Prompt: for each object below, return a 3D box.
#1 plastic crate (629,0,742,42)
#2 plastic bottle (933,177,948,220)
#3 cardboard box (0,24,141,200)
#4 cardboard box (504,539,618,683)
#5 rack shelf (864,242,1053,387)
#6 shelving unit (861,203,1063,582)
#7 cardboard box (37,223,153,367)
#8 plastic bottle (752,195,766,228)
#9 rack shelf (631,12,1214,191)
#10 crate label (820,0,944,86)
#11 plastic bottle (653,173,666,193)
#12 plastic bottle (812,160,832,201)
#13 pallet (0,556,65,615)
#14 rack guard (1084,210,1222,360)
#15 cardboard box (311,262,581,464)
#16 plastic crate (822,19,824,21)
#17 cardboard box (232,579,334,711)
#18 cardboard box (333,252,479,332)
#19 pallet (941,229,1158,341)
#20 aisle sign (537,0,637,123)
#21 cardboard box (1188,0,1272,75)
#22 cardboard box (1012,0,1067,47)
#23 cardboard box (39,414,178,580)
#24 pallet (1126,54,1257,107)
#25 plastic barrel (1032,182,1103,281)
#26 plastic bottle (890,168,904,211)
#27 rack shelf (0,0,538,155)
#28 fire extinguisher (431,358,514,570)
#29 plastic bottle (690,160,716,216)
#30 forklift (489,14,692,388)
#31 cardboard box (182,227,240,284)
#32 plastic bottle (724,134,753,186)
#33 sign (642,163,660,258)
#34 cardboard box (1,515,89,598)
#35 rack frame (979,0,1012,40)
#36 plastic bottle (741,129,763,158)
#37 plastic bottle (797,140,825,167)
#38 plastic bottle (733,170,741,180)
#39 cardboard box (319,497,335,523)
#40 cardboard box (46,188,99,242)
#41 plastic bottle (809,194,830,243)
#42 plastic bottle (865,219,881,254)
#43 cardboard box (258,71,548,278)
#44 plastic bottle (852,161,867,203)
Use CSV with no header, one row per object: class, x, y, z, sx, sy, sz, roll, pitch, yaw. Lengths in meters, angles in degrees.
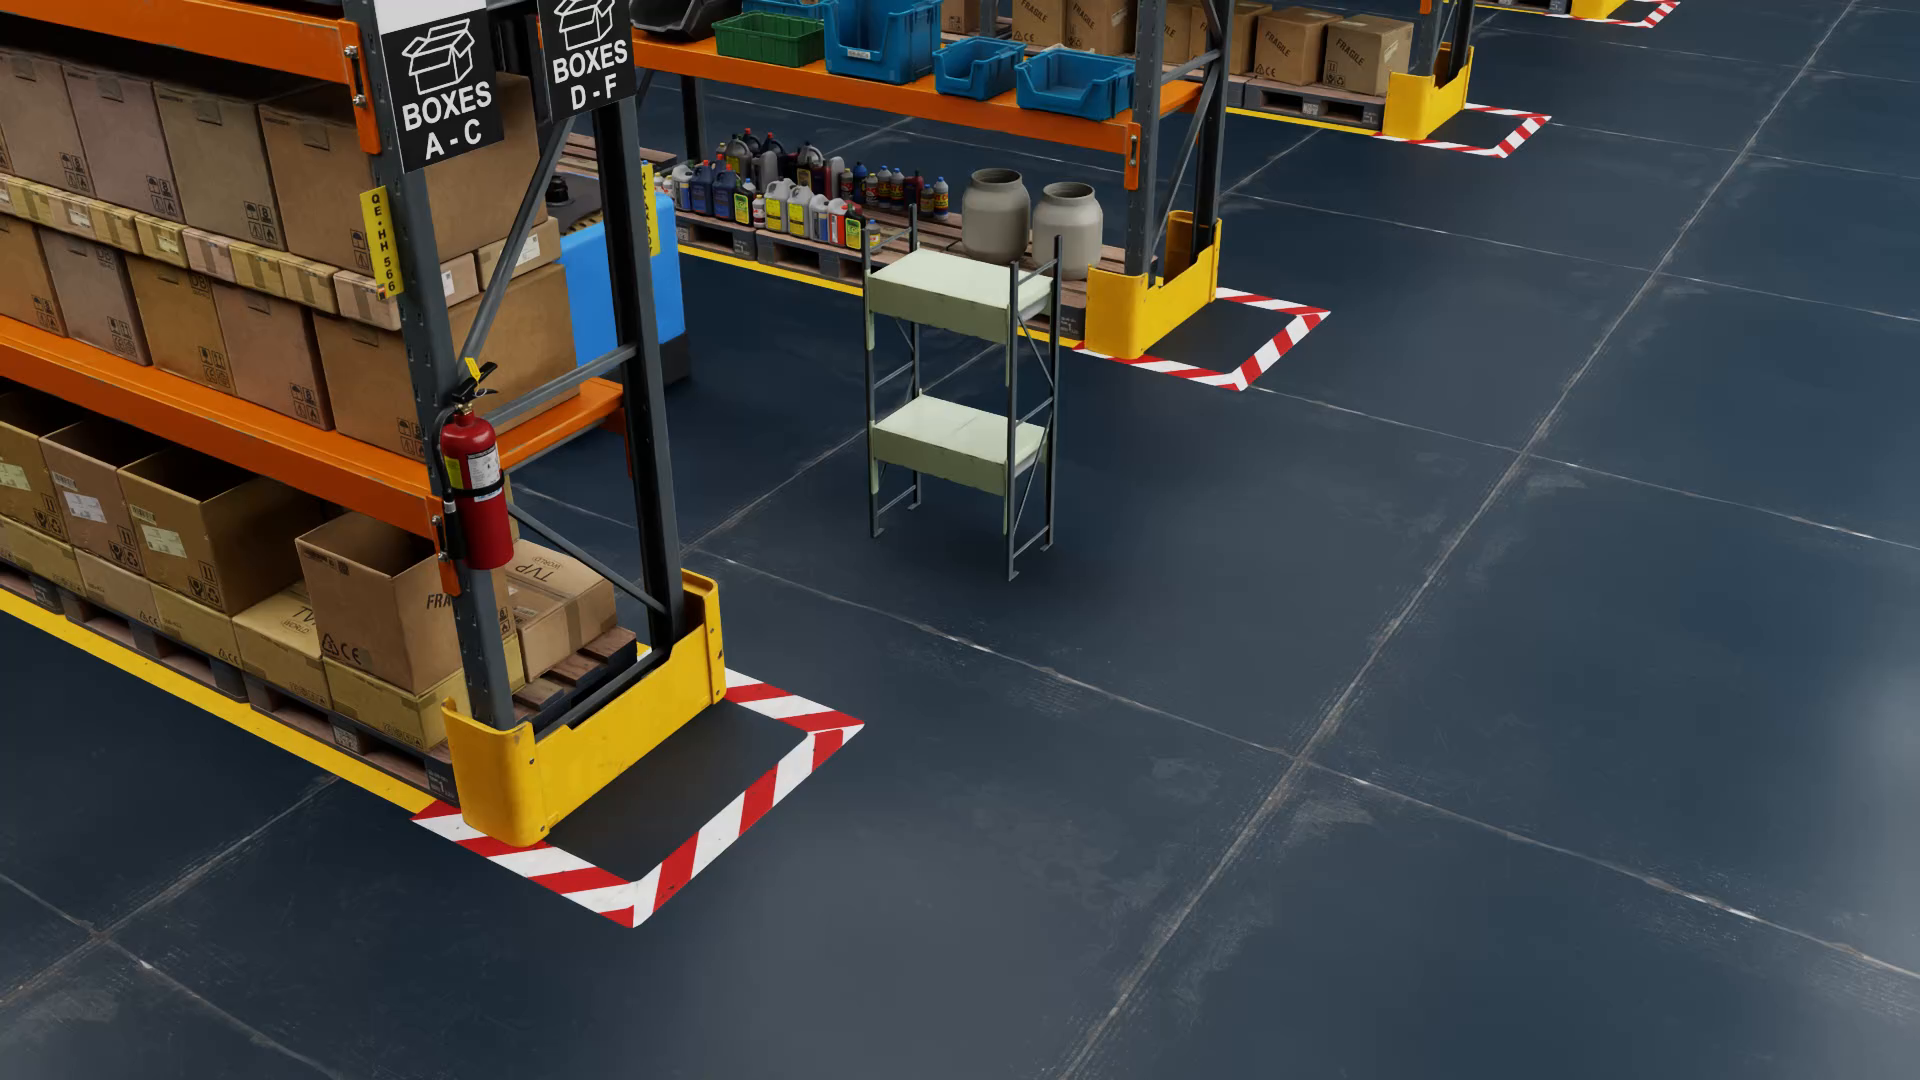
plastic crate,-1.768,-3.459,10.765,0.504,0.338,0.767,18,35,27
plastic bottle,-0.126,-2.239,10.883,0.097,0.271,0.097,0,30,0
cardboard box,-3.126,-1.652,6.218,0.500,0.500,0.700,18,35,27
cardboard box,-1.728,0.272,6.620,0.500,0.250,0.500,18,35,27
rack shelf,0.006,-0.983,7.172,0.720,0.370,0.431,18,35,27
shelving unit,0.006,-0.646,7.369,0.755,1.500,0.431,18,35,27
cardboard box,-3.094,-1.083,6.531,0.500,0.500,0.700,19,35,29
plastic bottle,-1.294,-2.132,10.769,0.097,0.201,0.097,0,30,0
rack shelf,-0.450,-2.834,10.345,4.000,0.370,1.077,18,35,27
crate label,-0.459,-3.002,9.884,0.616,0.435,0.502,18,35,27
plastic bottle,-2.021,-2.362,11.163,0.097,0.201,0.097,0,30,0
plastic bottle,-0.930,-2.419,11.179,0.133,0.283,0.061,18,35,27
pallet,-4.129,-0.132,7.767,1.213,0.211,1.003,18,35,27
rack guard,1.155,-1.530,9.876,0.348,0.500,1.175,18,35,27
cardboard box,-1.781,-0.670,5.822,0.500,0.500,0.700,18,35,27
plastic crate,-0.634,-3.240,10.588,0.437,0.136,0.530,18,35,27
cardboard box,-2.434,0.364,6.461,0.500,0.250,0.500,18,35,27
cardboard box,-1.817,-0.840,5.471,0.250,0.149,0.380,17,34,27
pallet,0.470,-1.625,10.326,1.213,0.211,1.003,18,35,27
aisle sign,-1.174,-1.732,5.162,0.004,0.787,0.394,18,35,27
cardboard box,2.313,-4.320,14.243,0.500,0.500,0.500,21,36,32
cardboard box,0.807,-4.772,15.017,0.500,0.500,0.500,16,34,26
cardboard box,-3.282,-0.226,6.729,0.500,0.500,0.500,18,35,27
pallet,2.114,-4.099,14.566,1.213,0.211,1.003,18,35,27
plastic barrel,0.646,-1.860,10.013,0.421,0.512,0.421,0,30,0
plastic bottle,-0.416,-2.331,11.040,0.097,0.271,0.097,0,30,0
rack shelf,-3.086,-2.017,5.967,4.000,0.370,1.077,18,35,27
fire extinguisher,-1.539,-0.233,5.249,0.183,0.674,0.296,18,35,27
plastic bottle,-1.681,-2.333,10.965,0.185,0.351,0.144,19,35,29
forklift,-3.008,-2.343,8.858,3.031,2.935,1.130,18,35,27
cardboard box,-2.468,-1.047,5.825,0.250,0.149,0.380,18,35,28
plastic bottle,-1.522,-2.615,11.449,0.185,0.351,0.144,18,35,27
sign,-1.092,-1.139,5.789,0.005,0.325,0.100,18,35,27
cardboard box,-3.707,-0.035,7.146,0.500,0.250,0.500,18,35,27
rack frame,0.489,-5.795,14.706,0.127,3.000,1.000,18,35,27
plastic bottle,-1.445,-2.677,11.554,0.185,0.351,0.144,17,34,26
plastic bottle,-1.009,-2.539,11.318,0.185,0.351,0.144,17,34,27
plastic bottle,-1.494,-2.312,11.006,0.097,0.271,0.097,0,30,0
cardboard box,-2.583,-0.314,6.879,0.500,0.500,0.500,18,35,27
cardboard box,-3.132,-1.255,6.182,0.250,0.149,0.380,17,34,27
plastic bottle,-0.861,-2.044,10.543,0.135,0.276,0.152,17,34,26
plastic bottle,-0.544,-1.895,10.362,0.097,0.201,0.097,0,30,0
cardboard box,-1.826,-1.244,5.519,0.500,0.500,0.700,18,35,28
plastic bottle,-0.673,-2.412,11.179,0.097,0.271,0.097,0,30,0
